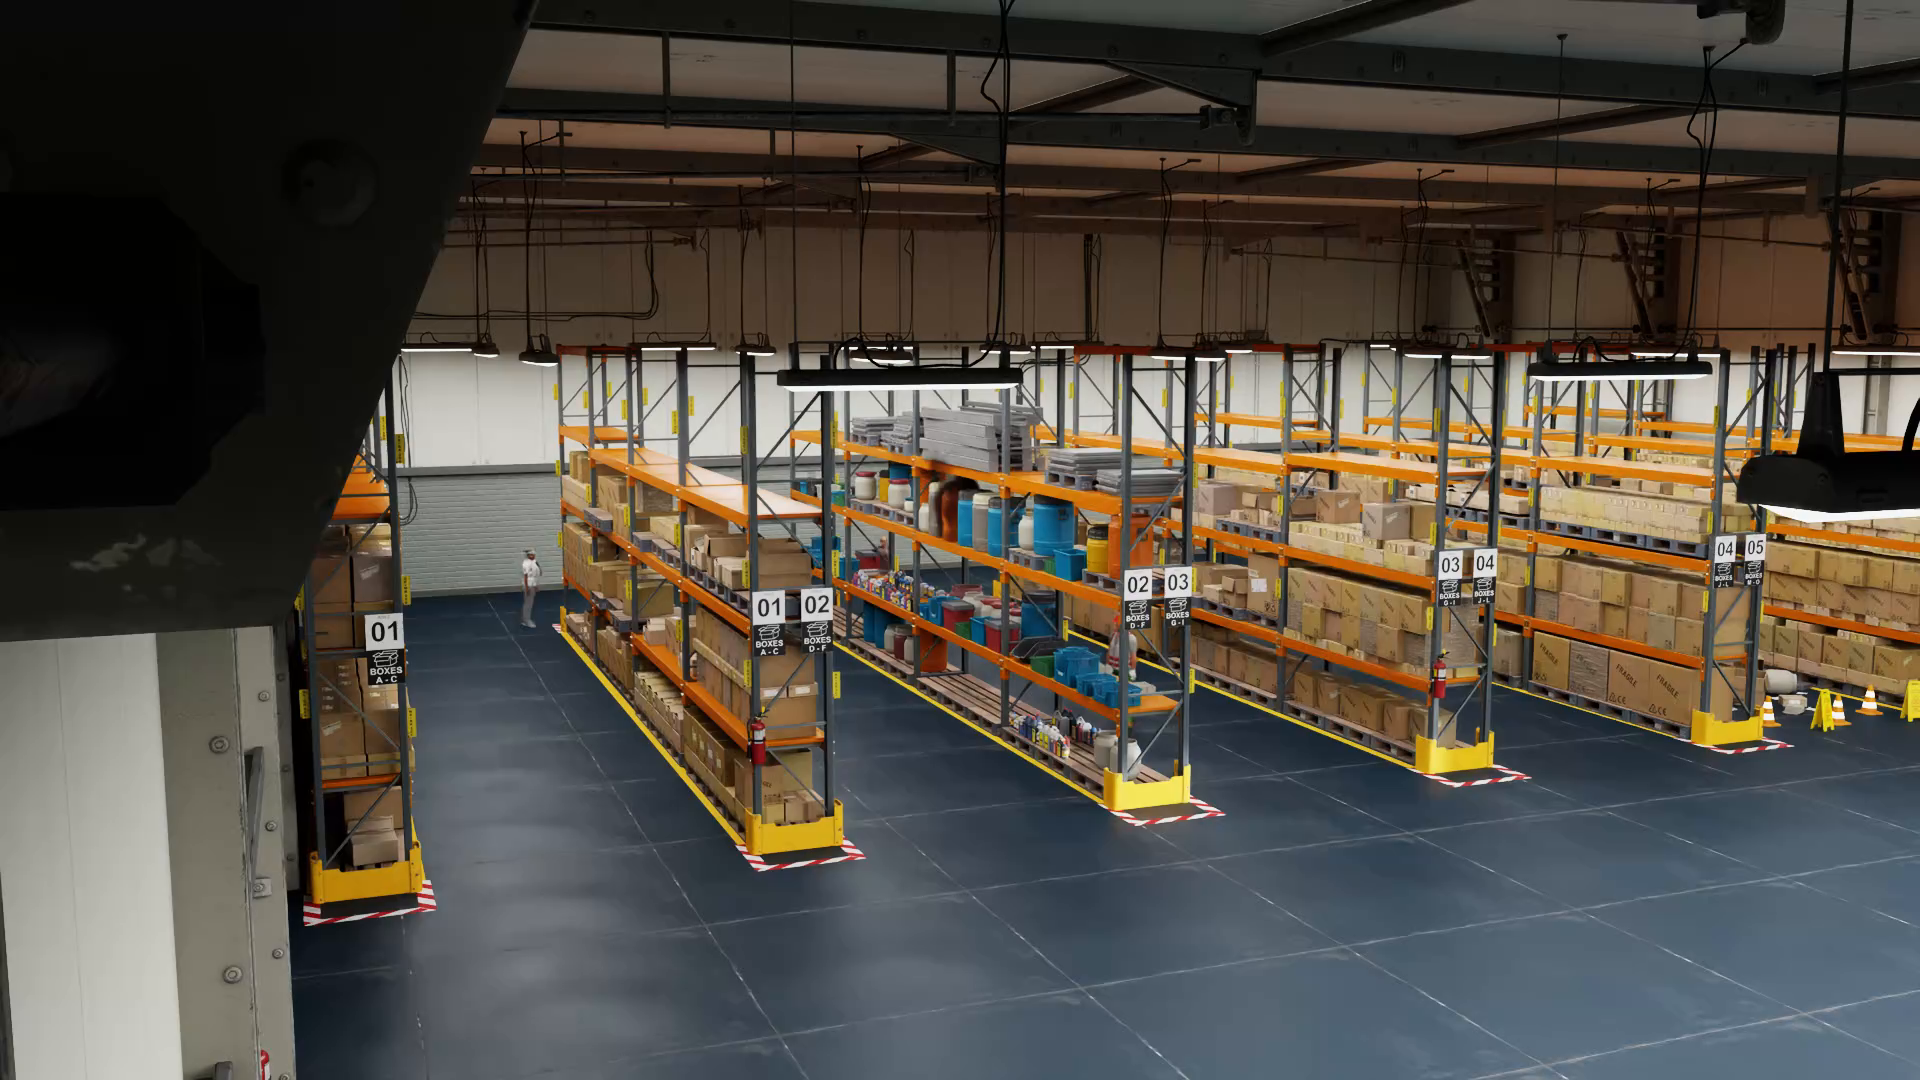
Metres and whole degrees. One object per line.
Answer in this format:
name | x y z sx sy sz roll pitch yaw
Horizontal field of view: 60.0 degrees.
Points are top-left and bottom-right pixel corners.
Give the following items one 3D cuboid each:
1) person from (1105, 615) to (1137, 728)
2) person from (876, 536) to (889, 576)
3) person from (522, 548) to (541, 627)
person | 2.583 2.059 26.429 0.437 1.790 0.603 -7 10 -44
person | -1.611 0.804 36.690 0.598 1.807 0.637 5 9 33
person | -9.151 1.005 35.507 0.399 1.697 0.527 0 7 -3
